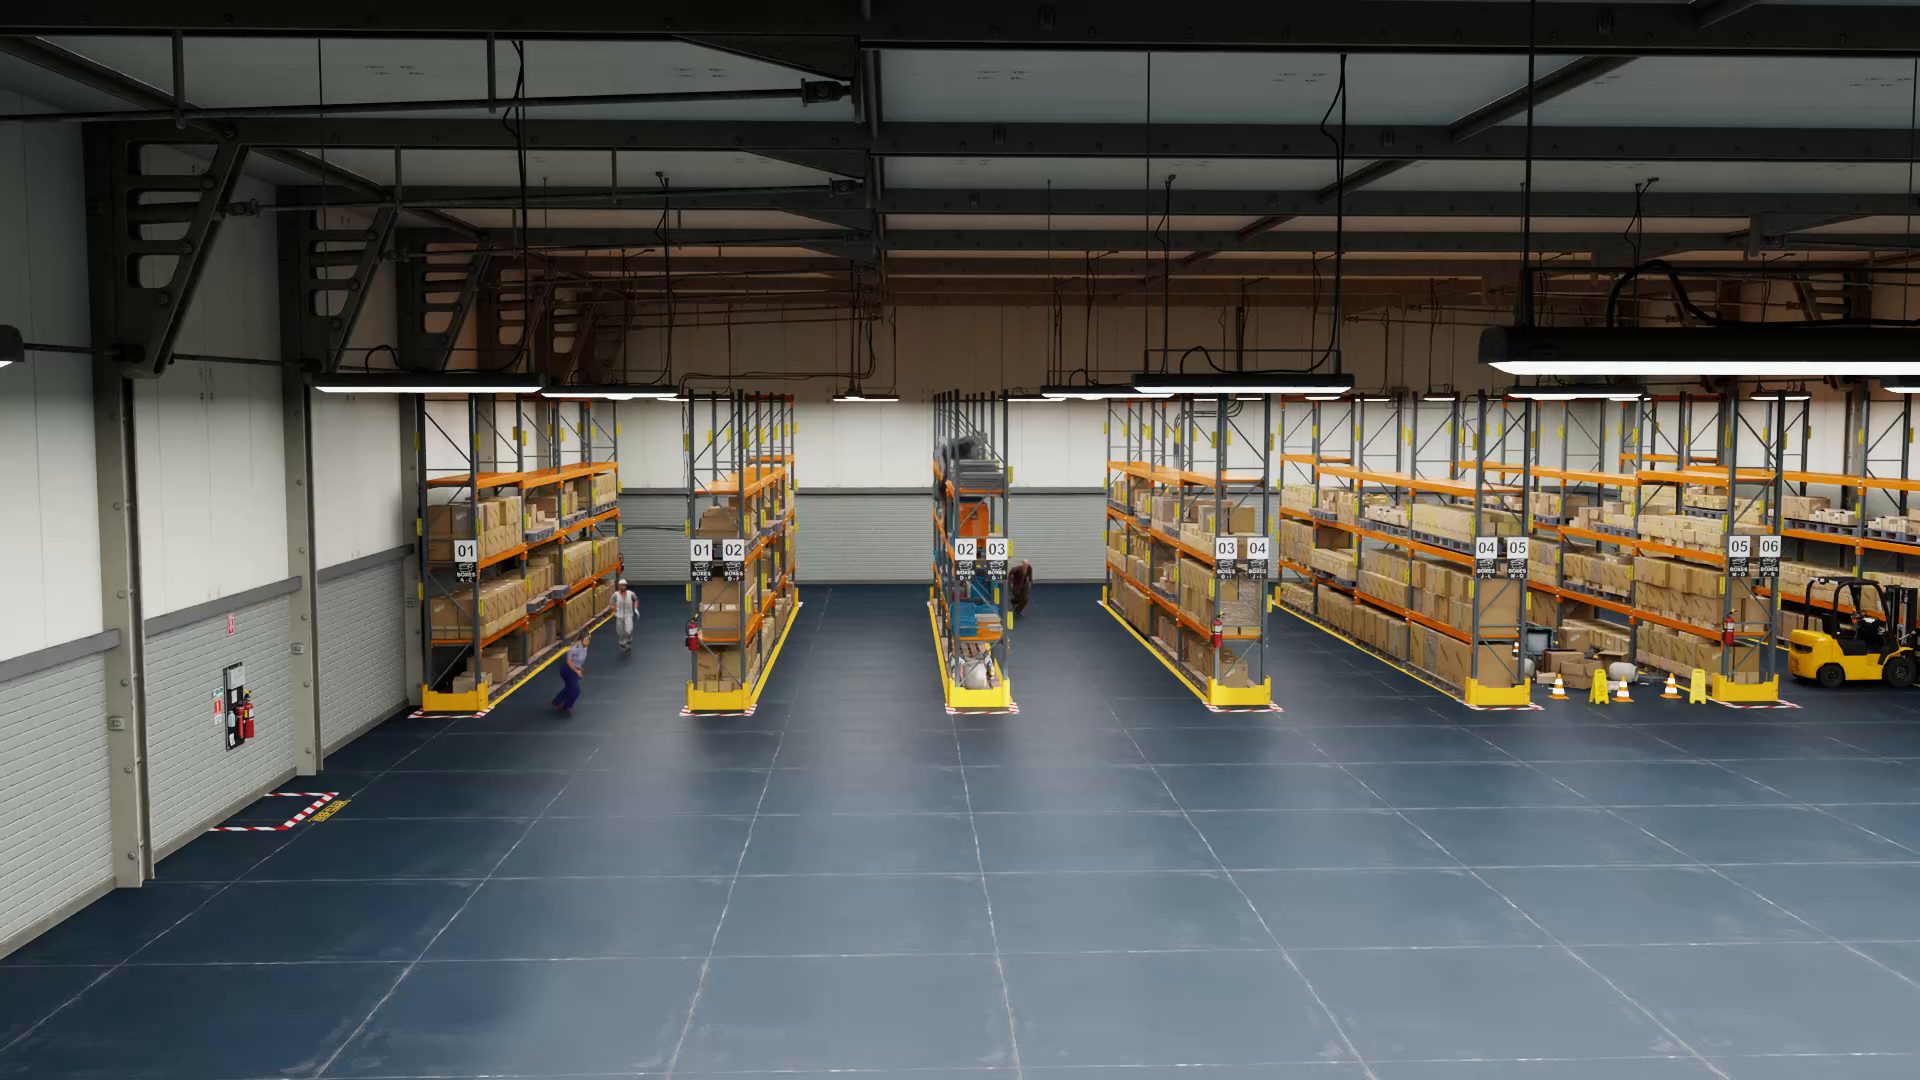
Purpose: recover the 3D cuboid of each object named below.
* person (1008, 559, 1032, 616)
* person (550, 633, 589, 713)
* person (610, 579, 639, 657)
[{"bbox_3d":[1.578,1.272,45.075,0.727,1.590,0.956,-2,5,-25],"label":"person"},{"bbox_3d":[-7.252,2.464,30.910,0.814,1.509,0.640,0,5,2],"label":"person"},{"bbox_3d":[-7.591,1.764,37.623,0.639,1.766,0.773,-1,5,-8],"label":"person"}]
